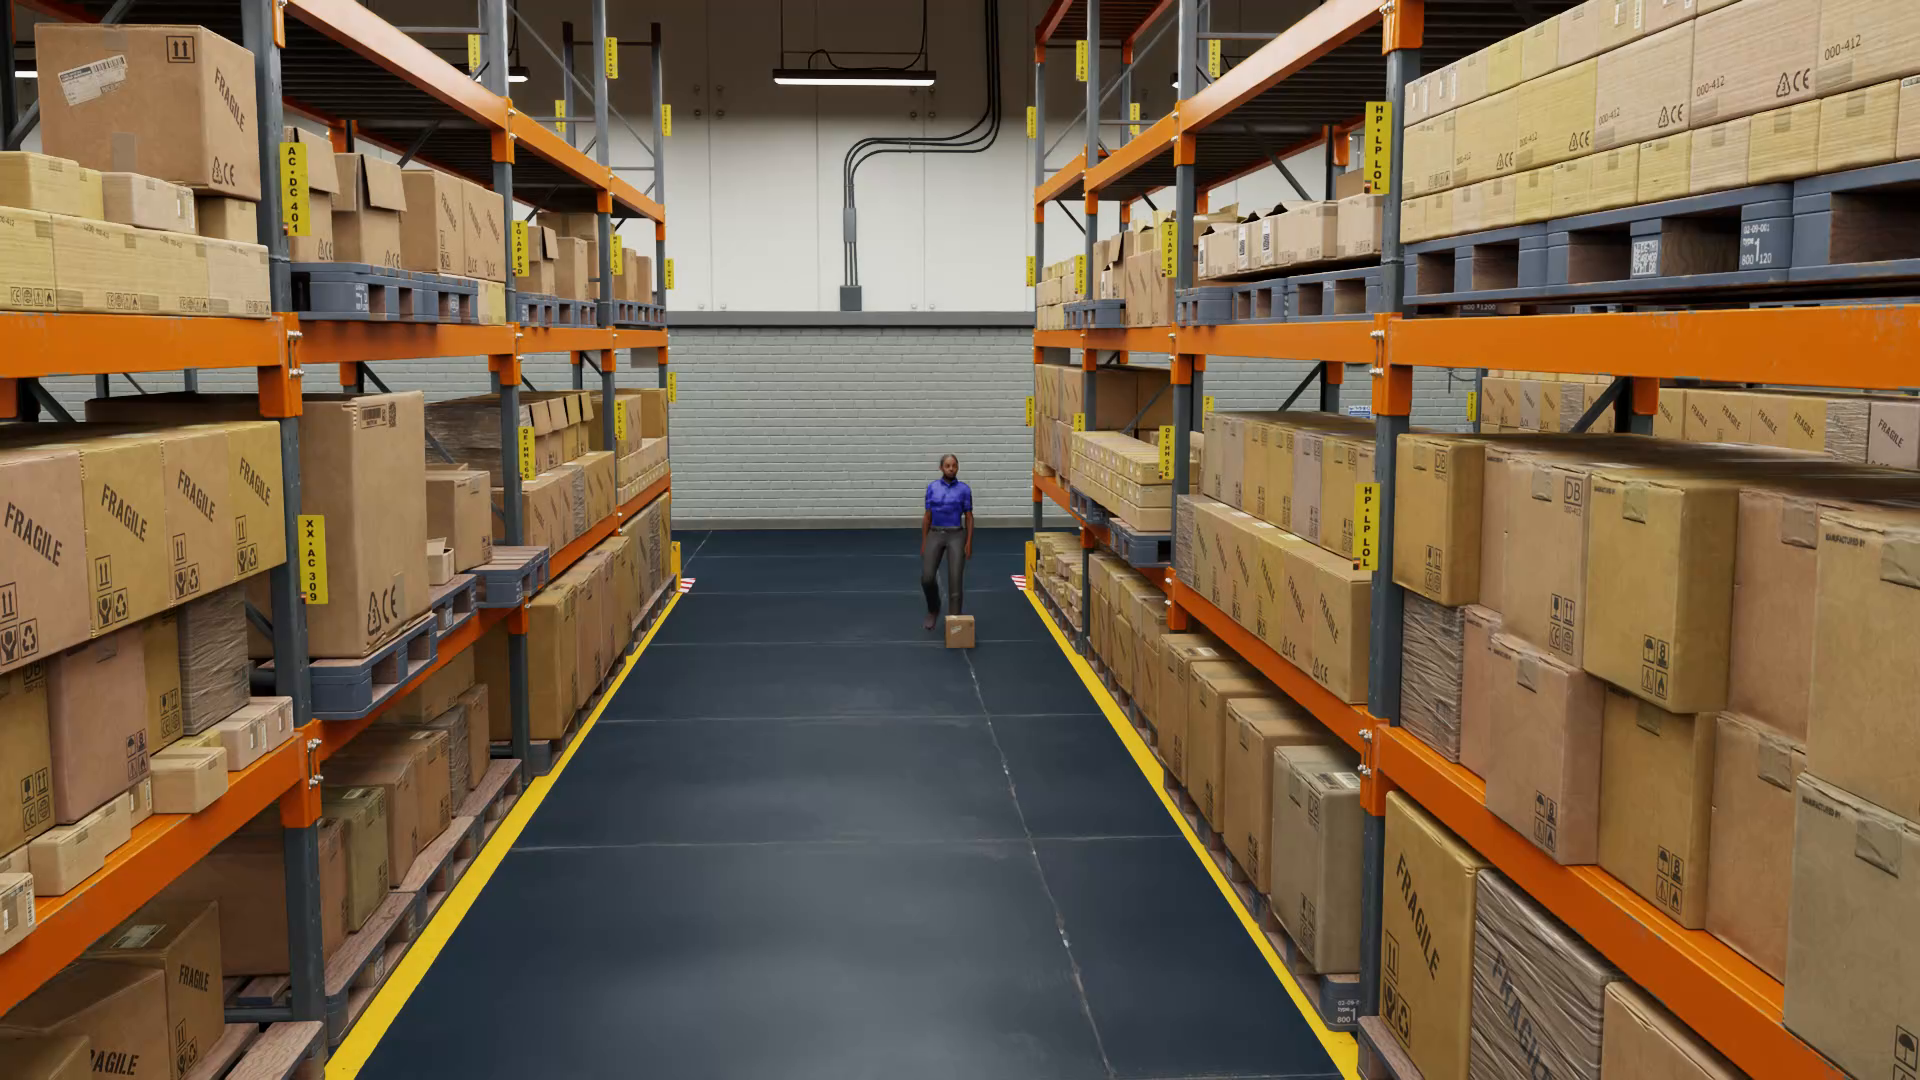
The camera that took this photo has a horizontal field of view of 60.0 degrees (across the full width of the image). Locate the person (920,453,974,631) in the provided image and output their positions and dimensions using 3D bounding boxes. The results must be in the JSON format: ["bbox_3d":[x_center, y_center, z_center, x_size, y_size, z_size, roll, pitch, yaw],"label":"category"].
[{"bbox_3d":[-0.122,0.035,15.289,0.492,1.658,0.508,0,7,3],"label":"person"}]
